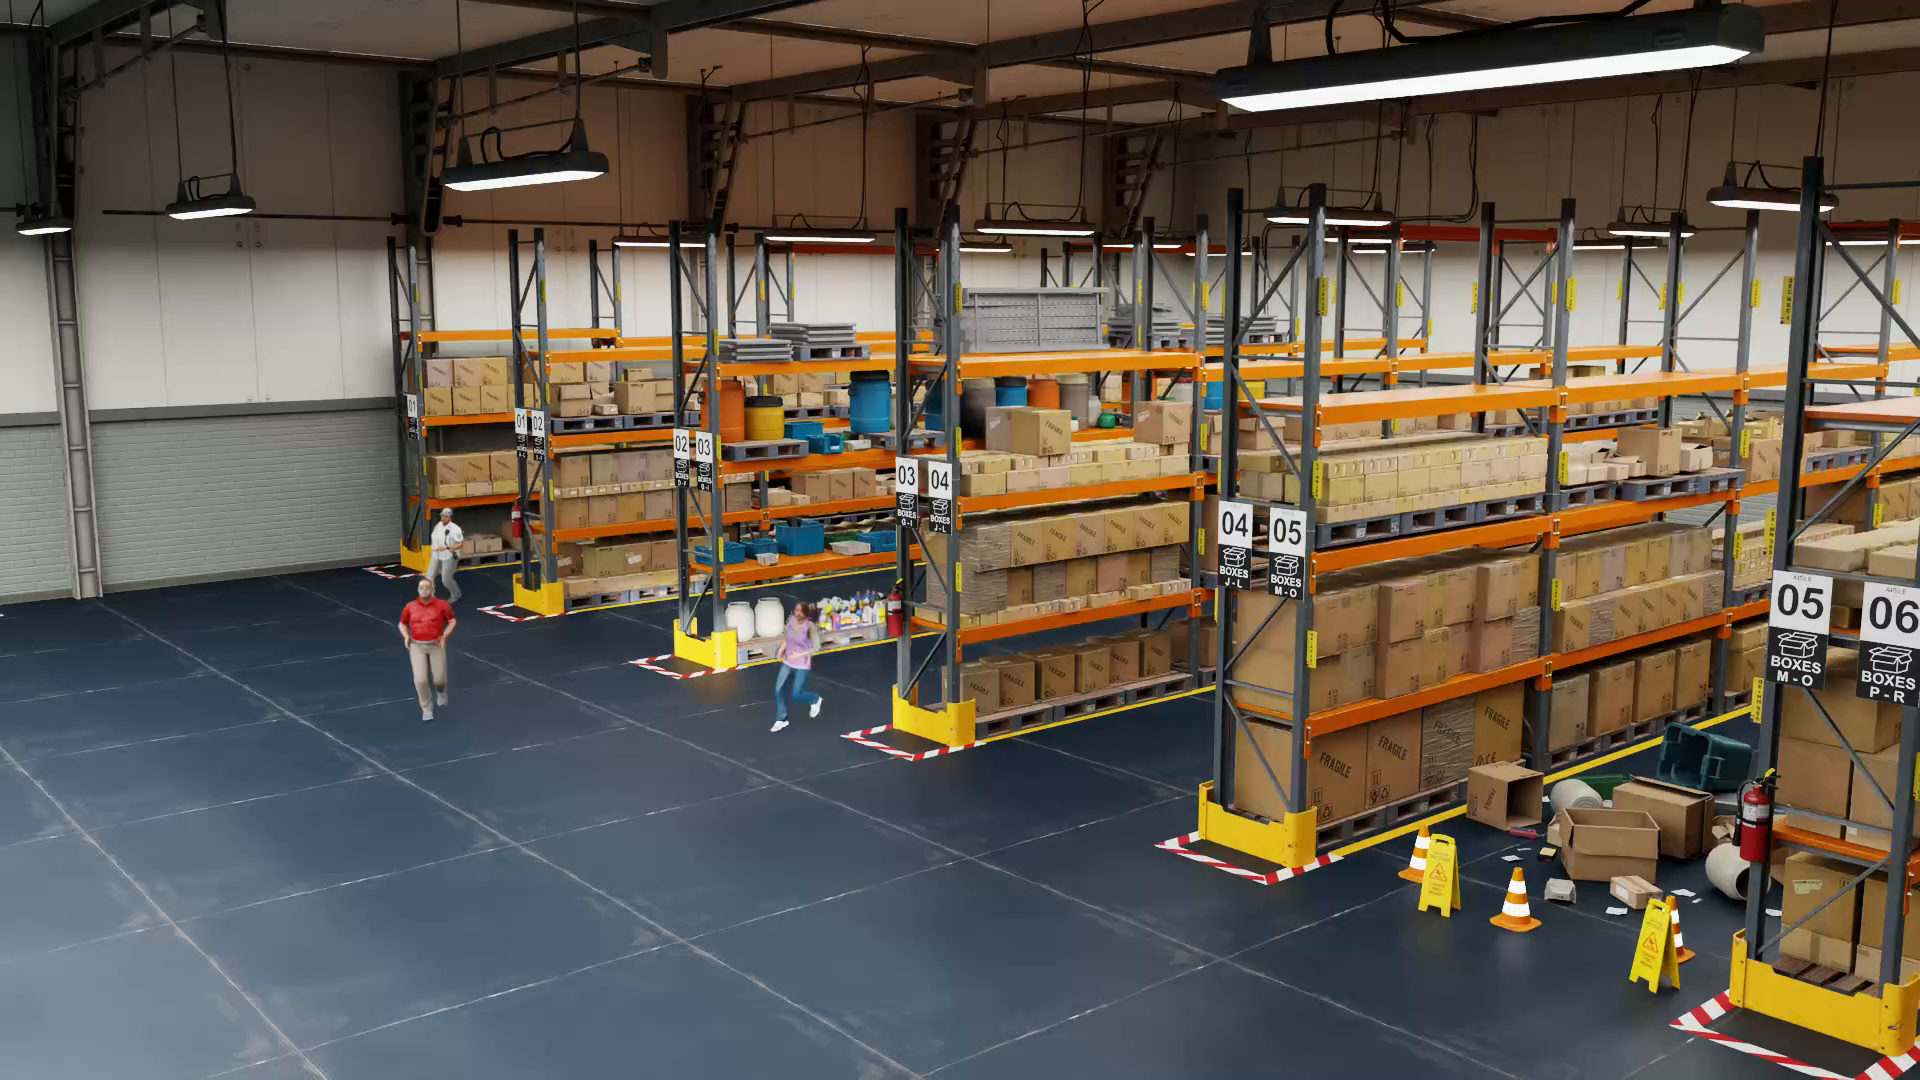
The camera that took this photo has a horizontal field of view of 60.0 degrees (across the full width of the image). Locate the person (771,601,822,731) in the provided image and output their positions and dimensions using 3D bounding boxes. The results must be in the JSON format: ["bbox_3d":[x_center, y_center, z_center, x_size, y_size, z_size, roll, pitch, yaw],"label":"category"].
[{"bbox_3d":[-1.859,1.470,19.436,0.563,1.523,0.626,6,11,34],"label":"person"}]

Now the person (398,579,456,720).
[{"bbox_3d":[-6.368,1.293,19.895,0.661,1.671,0.607,-2,9,-12],"label":"person"}]

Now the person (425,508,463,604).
[{"bbox_3d":[-8.183,0.298,26.485,0.642,1.647,0.880,3,9,17],"label":"person"}]
